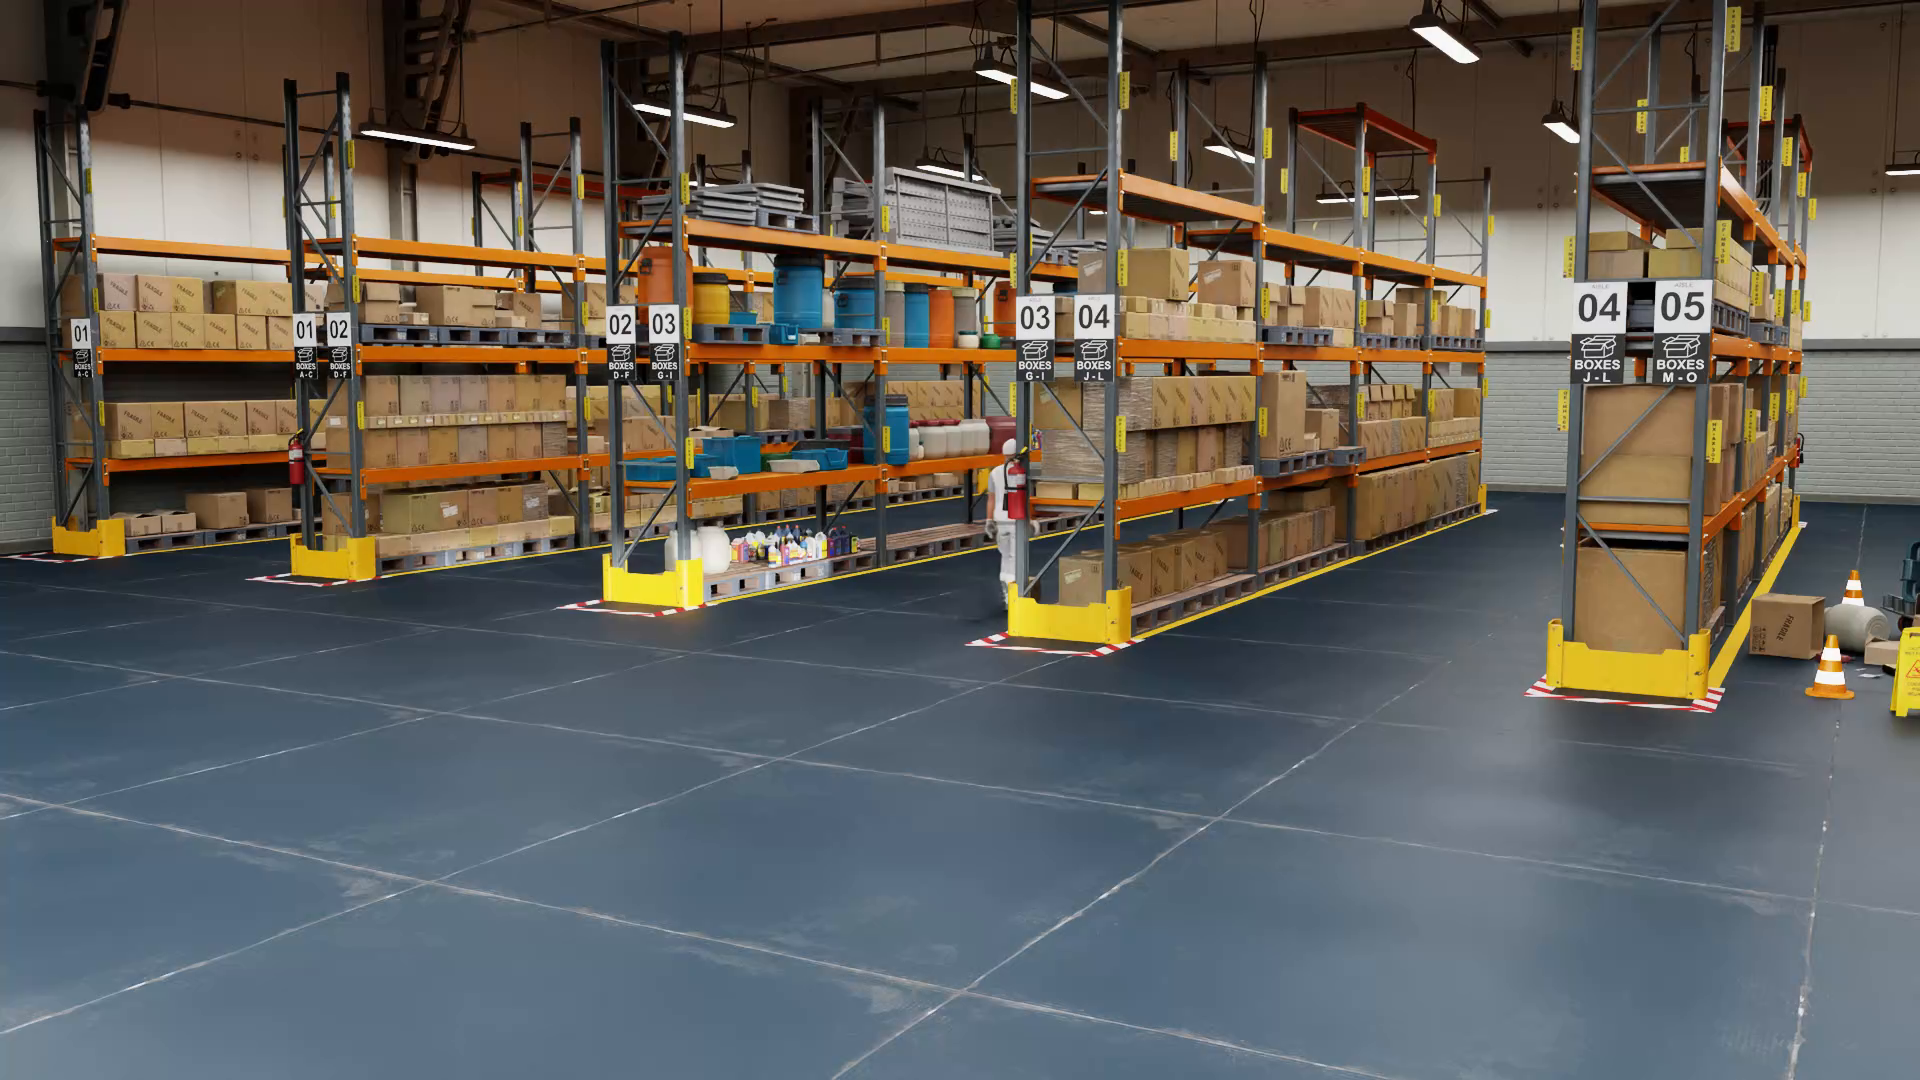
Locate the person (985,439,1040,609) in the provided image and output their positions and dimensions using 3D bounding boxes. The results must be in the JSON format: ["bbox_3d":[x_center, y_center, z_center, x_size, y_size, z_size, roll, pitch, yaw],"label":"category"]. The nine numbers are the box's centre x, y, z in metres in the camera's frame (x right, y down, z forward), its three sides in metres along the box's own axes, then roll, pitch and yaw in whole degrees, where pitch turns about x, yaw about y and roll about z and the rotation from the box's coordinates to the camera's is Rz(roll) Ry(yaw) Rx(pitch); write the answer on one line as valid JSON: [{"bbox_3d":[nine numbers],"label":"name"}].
[{"bbox_3d":[0.612,-0.189,17.670,0.549,1.781,0.668,4,7,33],"label":"person"}]
